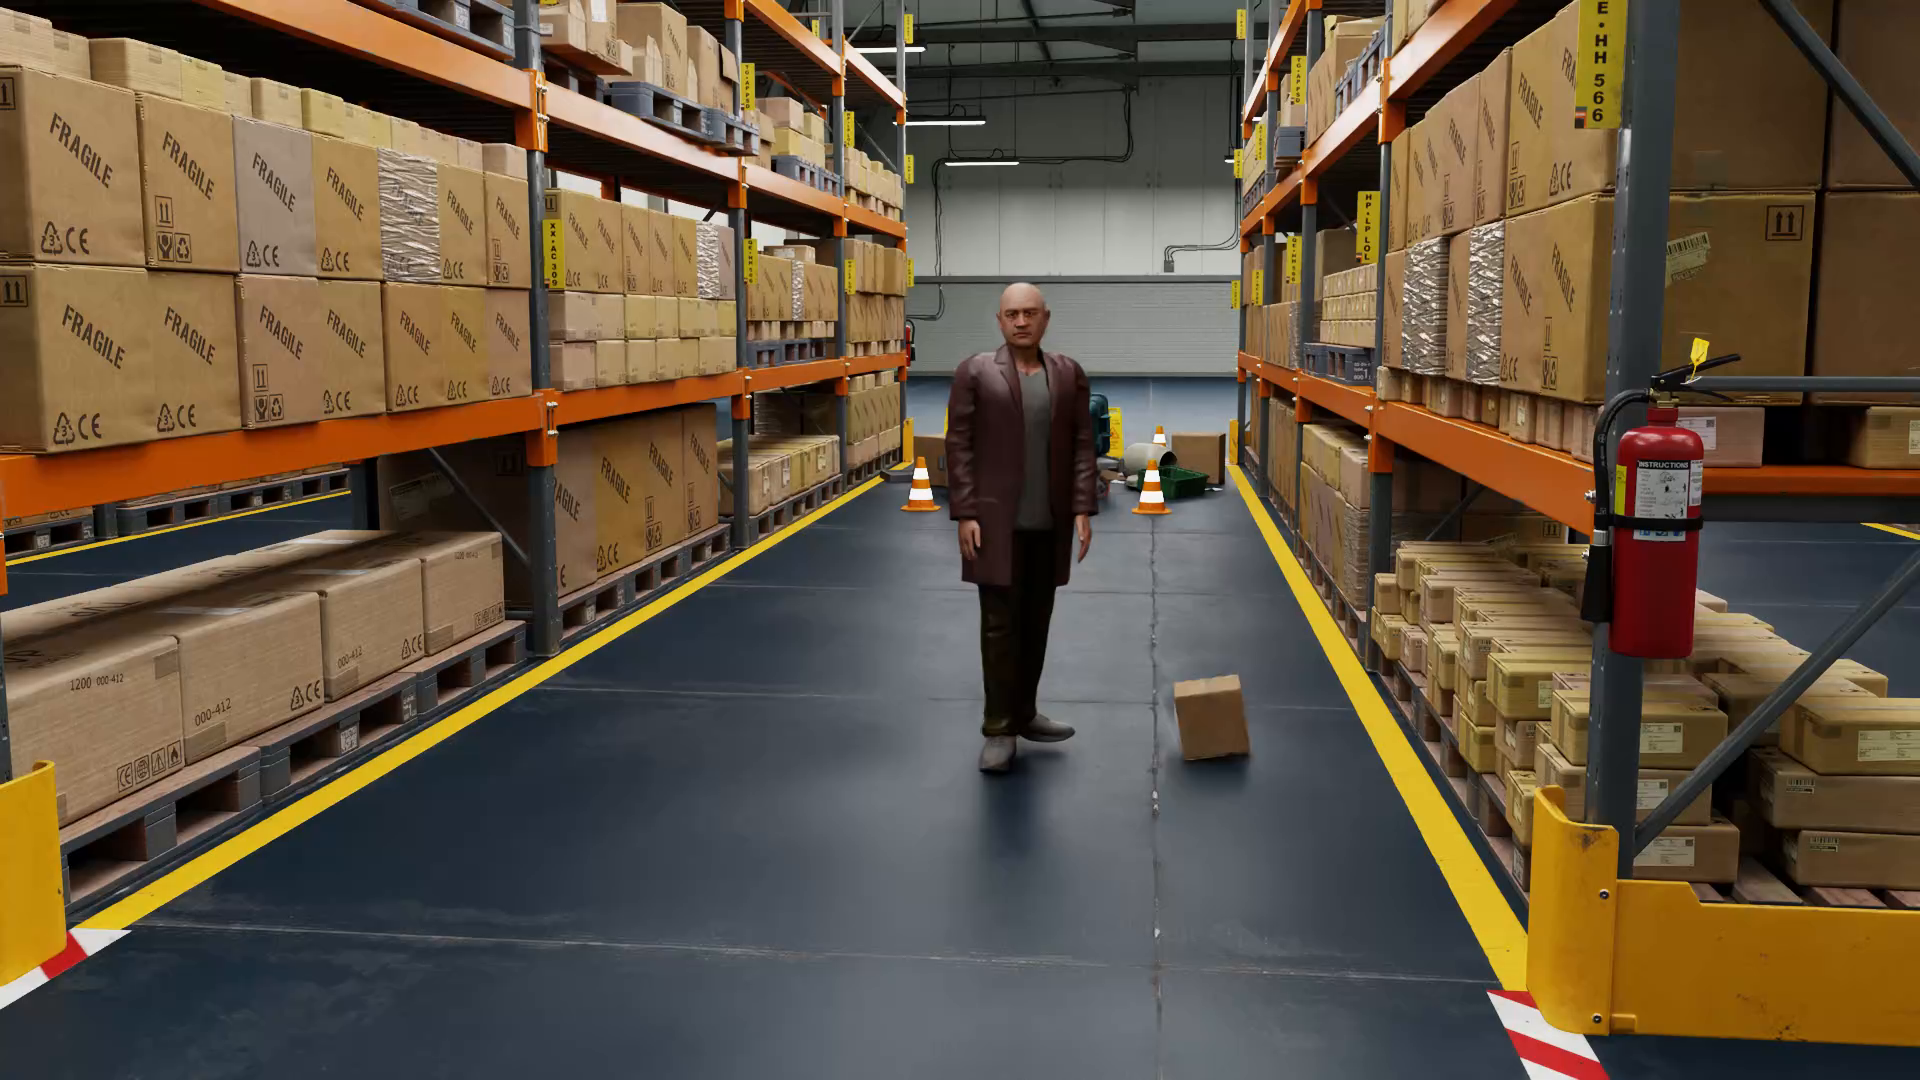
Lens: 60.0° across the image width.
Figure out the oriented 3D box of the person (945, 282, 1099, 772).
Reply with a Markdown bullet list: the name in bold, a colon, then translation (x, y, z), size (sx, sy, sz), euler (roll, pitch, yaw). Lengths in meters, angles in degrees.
- **person**: translation (0.233, -0.068, 6.267), size (0.574, 1.787, 0.544), euler (-3, 8, -23)
